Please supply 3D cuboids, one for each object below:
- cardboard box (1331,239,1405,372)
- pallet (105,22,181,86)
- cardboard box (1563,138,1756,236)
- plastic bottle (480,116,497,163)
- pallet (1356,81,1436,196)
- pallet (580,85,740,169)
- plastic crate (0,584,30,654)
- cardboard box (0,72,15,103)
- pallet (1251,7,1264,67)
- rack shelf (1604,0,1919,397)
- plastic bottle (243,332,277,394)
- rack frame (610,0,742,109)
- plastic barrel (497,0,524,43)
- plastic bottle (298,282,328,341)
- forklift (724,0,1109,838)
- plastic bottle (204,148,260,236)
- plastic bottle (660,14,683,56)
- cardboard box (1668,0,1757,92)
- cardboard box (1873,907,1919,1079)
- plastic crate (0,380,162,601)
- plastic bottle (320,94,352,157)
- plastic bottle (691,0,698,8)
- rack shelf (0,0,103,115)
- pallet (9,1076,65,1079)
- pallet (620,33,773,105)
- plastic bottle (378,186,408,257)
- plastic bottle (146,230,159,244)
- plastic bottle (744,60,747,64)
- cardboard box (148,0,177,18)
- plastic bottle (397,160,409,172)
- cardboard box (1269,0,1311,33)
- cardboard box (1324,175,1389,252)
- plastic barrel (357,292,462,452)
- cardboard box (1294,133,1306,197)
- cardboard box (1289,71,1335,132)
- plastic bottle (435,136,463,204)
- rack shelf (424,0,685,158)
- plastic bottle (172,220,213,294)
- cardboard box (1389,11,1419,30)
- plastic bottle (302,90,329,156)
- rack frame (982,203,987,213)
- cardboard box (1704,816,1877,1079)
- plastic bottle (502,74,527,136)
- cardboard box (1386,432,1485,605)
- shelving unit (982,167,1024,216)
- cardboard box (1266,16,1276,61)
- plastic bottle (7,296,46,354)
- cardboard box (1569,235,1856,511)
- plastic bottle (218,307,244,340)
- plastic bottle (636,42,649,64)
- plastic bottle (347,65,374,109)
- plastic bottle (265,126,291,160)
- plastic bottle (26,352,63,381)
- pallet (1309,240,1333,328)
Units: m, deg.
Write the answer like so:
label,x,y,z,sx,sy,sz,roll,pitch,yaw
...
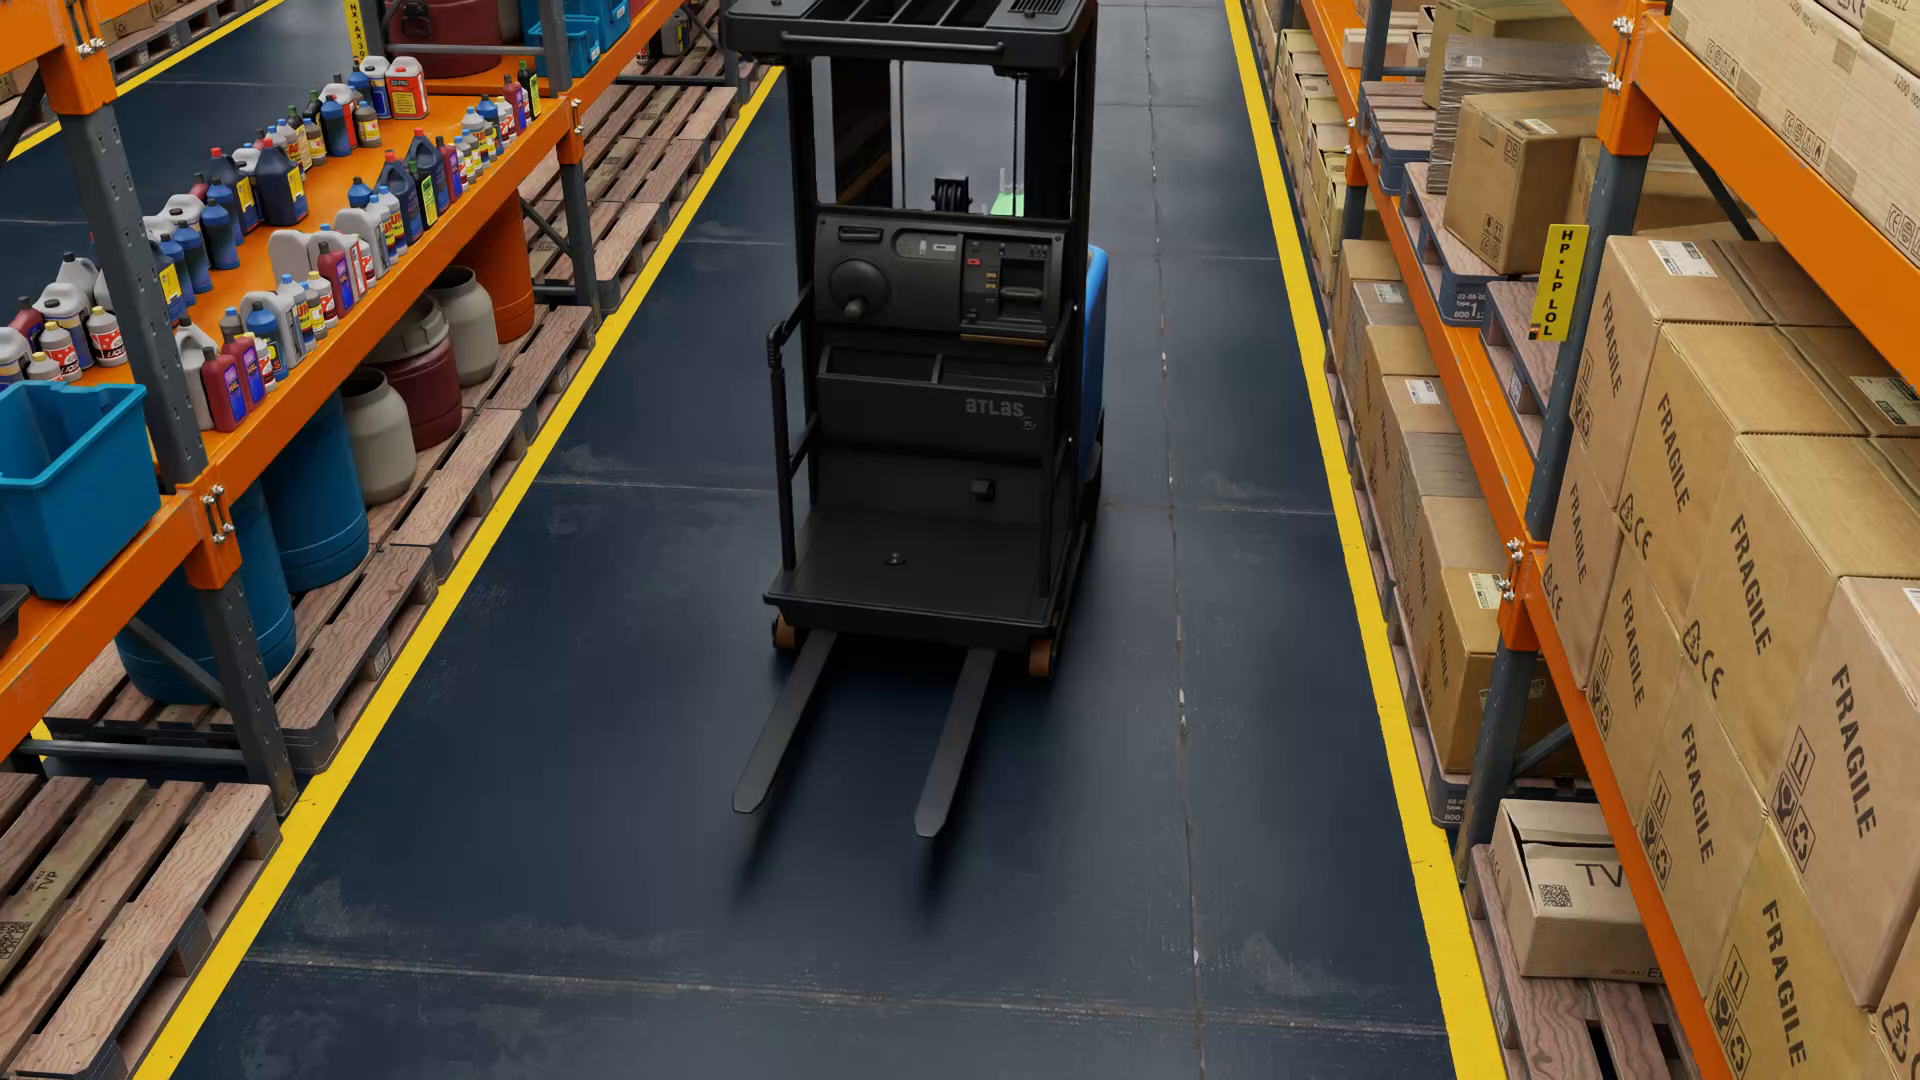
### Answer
label,x,y,z,sx,sy,sz,roll,pitch,yaw
cardboard box,2.133,-1.149,8.219,0.500,0.500,0.500,4,32,6
pallet,-7.073,-3.934,13.433,1.003,0.211,1.213,2,32,4
cardboard box,2.384,-0.982,5.489,0.700,0.500,0.500,7,32,12
plastic bottle,-2.159,-1.818,7.531,0.097,0.201,0.097,0,32,0
pallet,2.470,-1.813,7.515,1.213,0.211,1.003,2,32,4
pallet,-2.181,-2.958,11.848,1.003,0.211,1.213,2,32,4
plastic crate,-2.630,0.314,4.086,0.437,0.125,0.590,2,32,4
cardboard box,-7.221,-3.323,11.746,0.700,0.500,0.500,2,32,4
pallet,2.984,-4.210,13.880,1.003,0.211,1.213,2,32,4
rack shelf,1.967,-0.085,2.356,1.077,0.370,4.000,2,32,4
plastic bottle,-2.350,-0.594,5.544,0.097,0.201,0.097,0,32,0
rack frame,-2.156,-4.557,11.786,1.000,3.000,0.127,2,32,4
plastic barrel,-2.610,-3.060,9.250,0.421,0.512,0.421,0,32,0
plastic bottle,-2.315,-0.817,5.906,0.097,0.201,0.097,0,32,0
forklift,-0.120,-0.925,5.957,1.130,2.935,3.031,6,32,9
plastic bottle,-2.969,-1.423,6.748,0.144,0.351,0.185,2,32,4
plastic bottle,-2.247,-3.960,12.921,0.144,0.351,0.185,2,32,4
cardboard box,1.843,-1.130,3.508,0.500,0.250,0.500,2,32,4
cardboard box,1.644,0.683,2.234,0.500,0.500,0.500,3,32,5
plastic crate,-2.505,-0.134,4.566,0.392,0.384,0.575,2,32,4
plastic bottle,-2.852,-1.894,7.587,0.097,0.271,0.097,0,32,0
plastic bottle,-2.297,-4.656,14.194,0.097,0.201,0.097,0,32,0
rack shelf,-2.970,-0.299,2.702,1.077,0.370,4.000,2,32,4
pallet,-2.925,1.839,4.065,1.003,0.211,1.213,2,32,4
pallet,-2.059,-3.719,13.084,1.003,0.211,1.213,2,32,4
plastic bottle,-2.251,-1.261,6.559,0.097,0.271,0.097,0,32,0
plastic bottle,-3.026,-0.996,6.125,0.152,0.276,0.135,2,32,4
plastic bottle,-1.684,-3.754,12.730,0.097,0.201,0.097,0,32,0
cardboard box,-7.008,-4.719,14.030,0.500,0.500,0.500,0,32,0
plastic bottle,-2.269,-1.425,6.814,0.061,0.283,0.133,2,32,4
cardboard box,2.653,-4.184,12.686,0.500,0.500,0.500,2,32,4
cardboard box,2.253,-1.783,8.971,0.500,0.311,0.500,3,32,5
plastic barrel,-2.596,-0.771,7.539,0.600,0.588,0.708,2,32,4
cardboard box,2.377,-2.347,10.420,0.500,0.250,0.500,3,32,5
cardboard box,2.412,-2.853,10.706,0.500,0.311,0.500,1,32,2
plastic bottle,-2.182,-1.588,7.080,0.061,0.283,0.133,2,32,4
rack shelf,-2.318,-3.205,10.277,1.077,0.370,4.000,2,32,4
plastic bottle,-2.889,-1.068,6.247,0.097,0.271,0.097,0,32,0
cardboard box,2.503,-2.814,9.197,0.380,0.149,0.250,5,32,8
plastic bottle,-2.933,-1.893,7.574,0.061,0.283,0.133,2,32,4
rack frame,0.217,-0.974,7.687,0.240,1.200,0.015,6,32,9
cardboard box,1.695,0.847,2.921,0.500,0.500,0.500,2,32,3
plastic bottle,-2.108,-2.065,7.854,0.061,0.283,0.133,2,32,4
cardboard box,1.974,-0.074,6.474,0.500,0.500,0.500,3,32,5
shelving unit,0.264,-1.100,7.891,0.258,1.200,0.503,6,32,9
cardboard box,2.651,-3.865,12.882,0.500,0.250,0.500,2,32,4
plastic bottle,-3.124,-0.667,5.584,0.061,0.283,0.133,2,32,4
cardboard box,1.811,-0.394,3.982,0.500,0.500,0.500,3,32,5
plastic bottle,-2.486,-0.702,5.719,0.097,0.201,0.097,0,32,0
plastic bottle,-2.437,-3.756,12.734,0.097,0.201,0.097,0,32,0
plastic bottle,-2.875,-2.139,7.984,0.097,0.271,0.097,0,32,0
plastic bottle,-2.951,-1.655,7.200,0.097,0.271,0.097,0,32,0
plastic bottle,-2.971,-0.514,5.414,0.097,0.201,0.097,0,32,0
pallet,2.561,-1.494,9.472,1.003,0.211,1.213,2,32,4
